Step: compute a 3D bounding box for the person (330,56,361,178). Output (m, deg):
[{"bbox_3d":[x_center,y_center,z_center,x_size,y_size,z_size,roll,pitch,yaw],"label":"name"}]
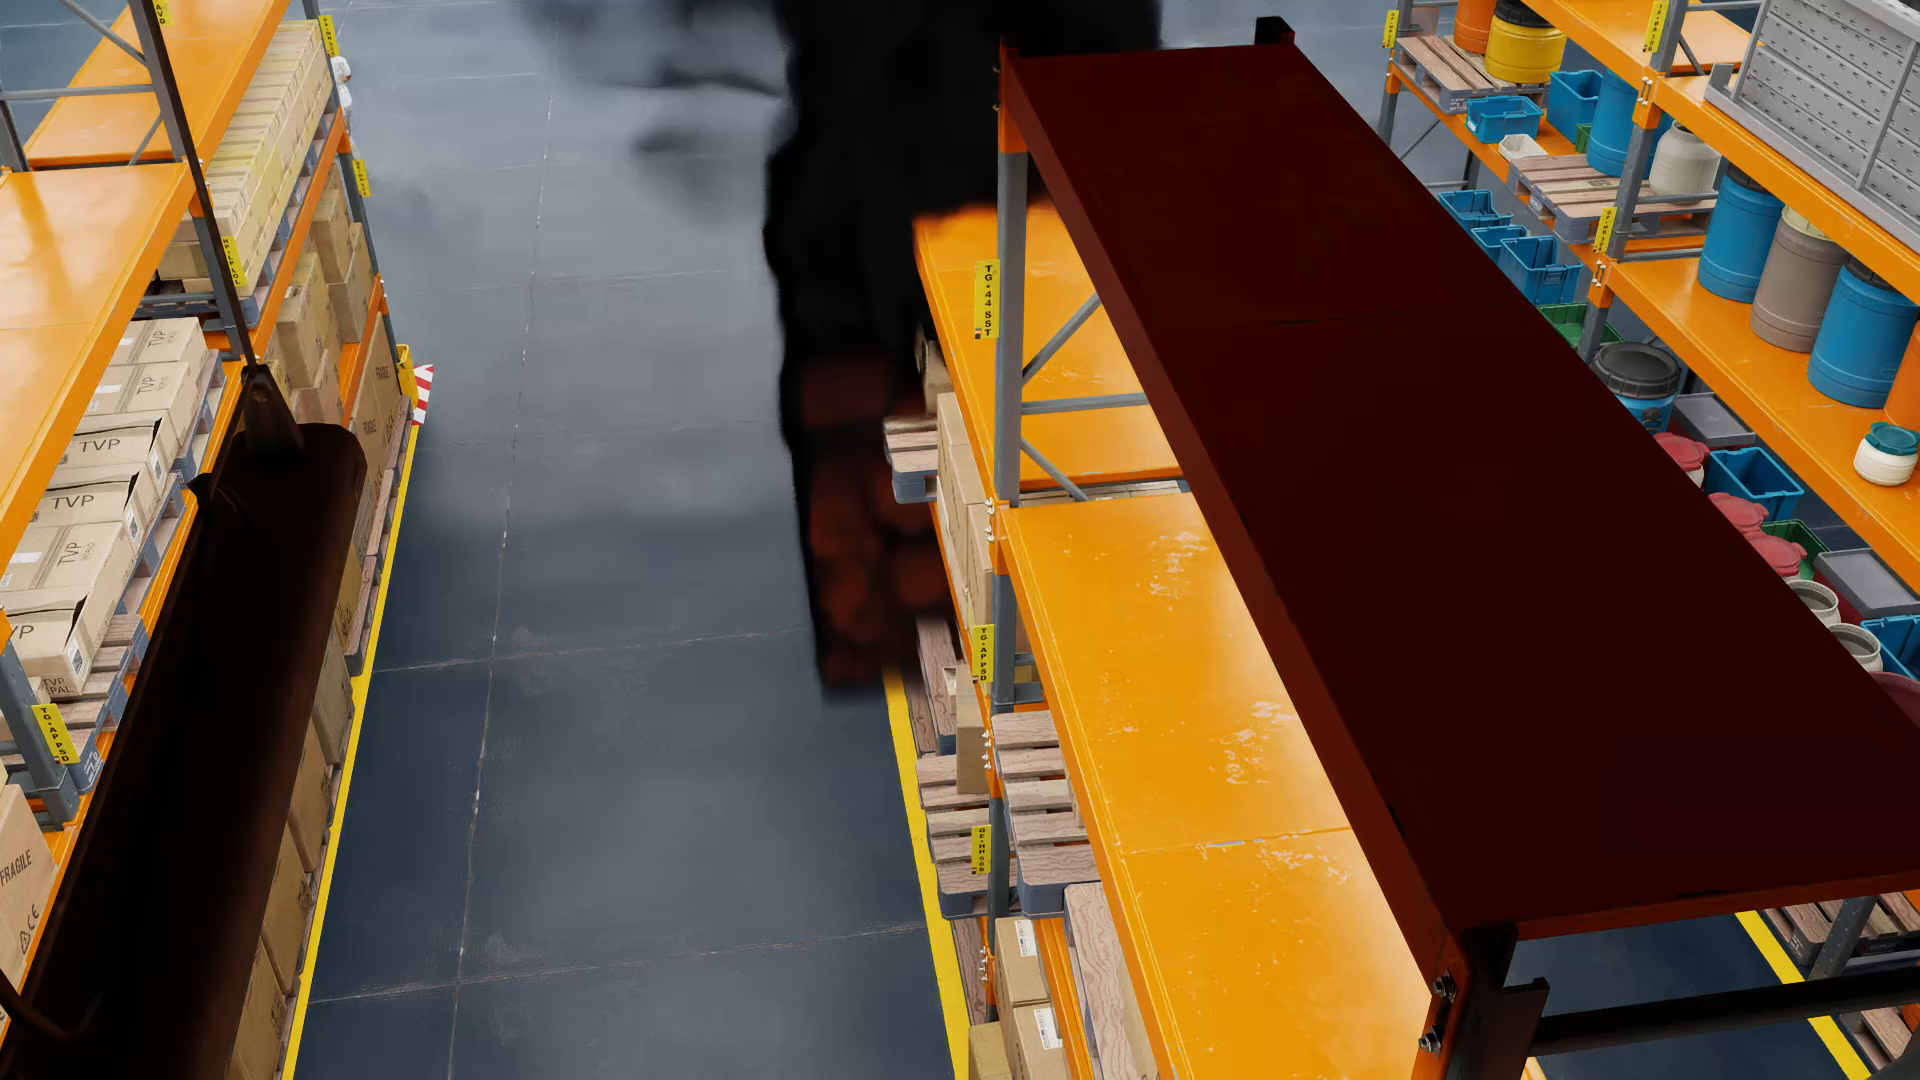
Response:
[{"bbox_3d":[-7.078,-4.871,18.689,0.570,1.639,0.661,20,41,24],"label":"person"}]
